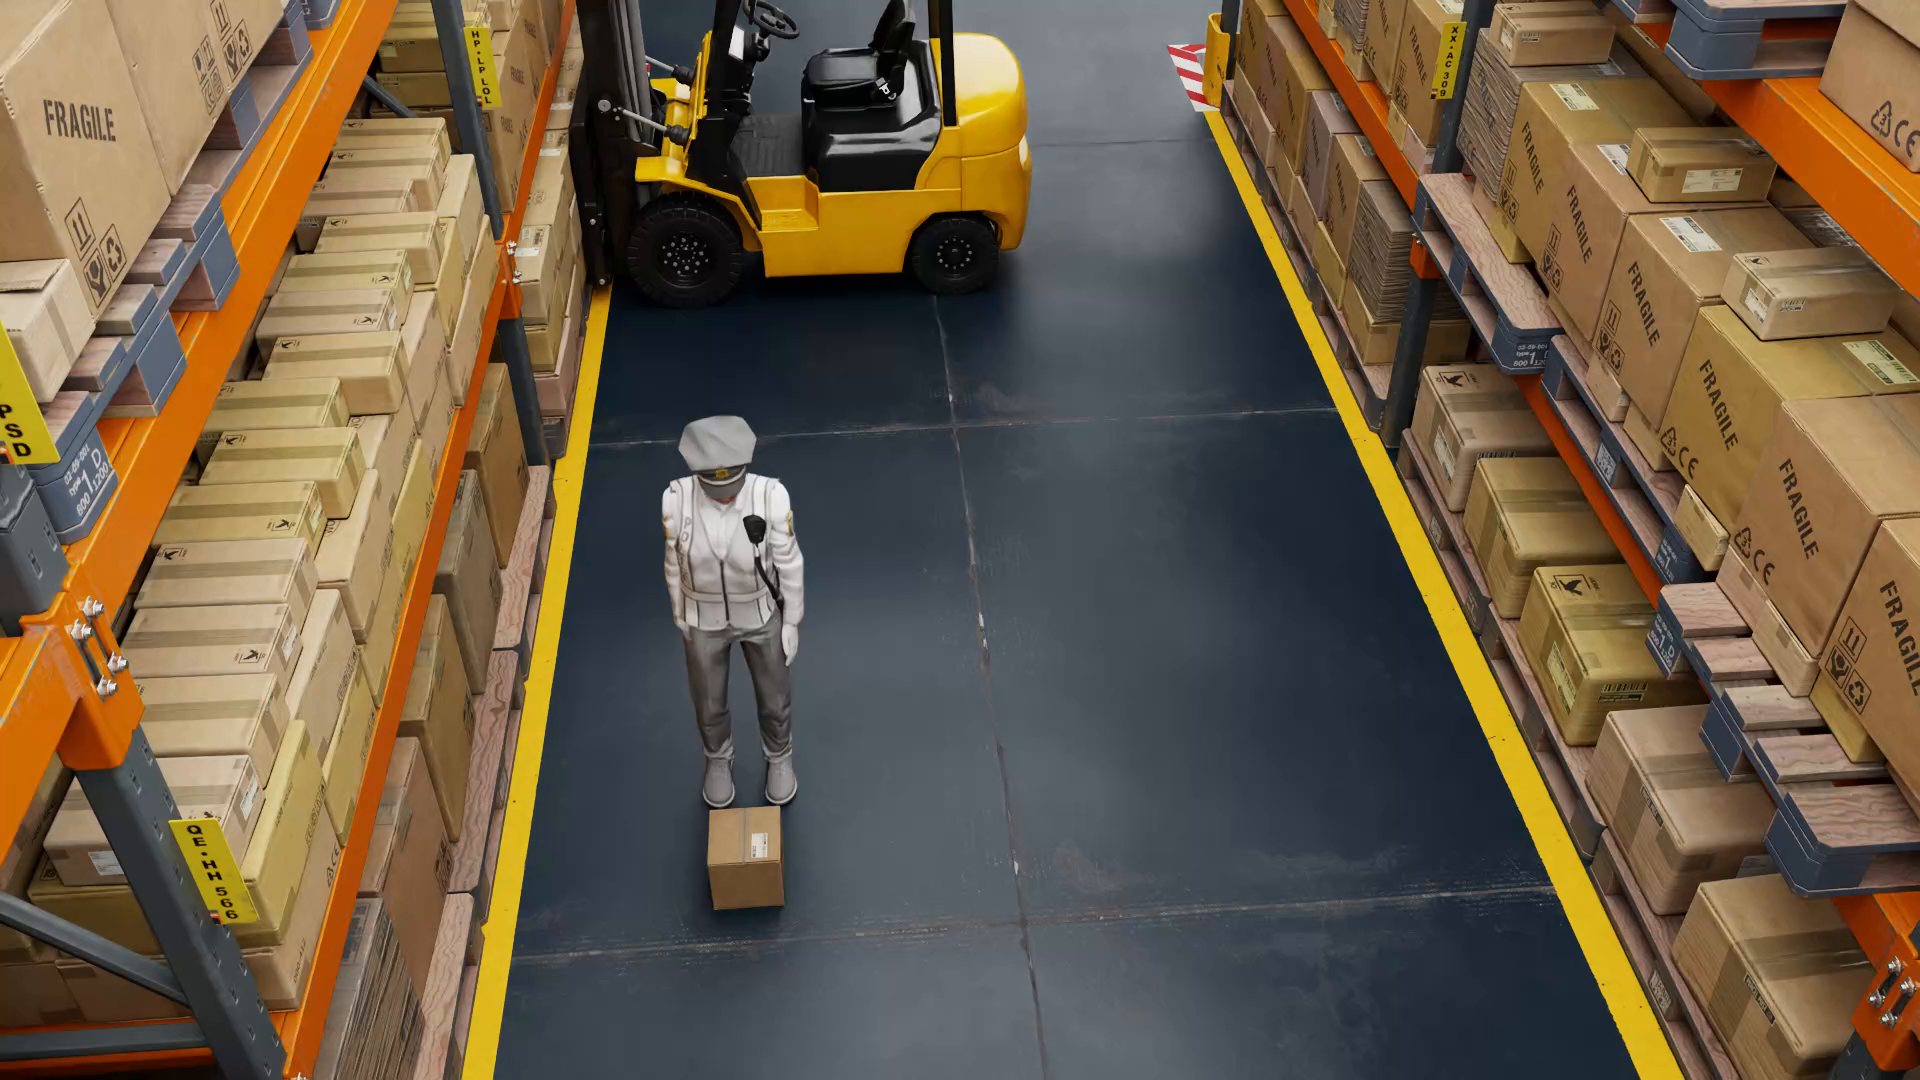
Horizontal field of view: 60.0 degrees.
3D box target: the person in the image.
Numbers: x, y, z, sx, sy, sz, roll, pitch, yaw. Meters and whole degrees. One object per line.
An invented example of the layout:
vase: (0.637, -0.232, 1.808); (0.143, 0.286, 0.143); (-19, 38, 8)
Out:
person: (-0.773, 0.279, 5.825); (0.476, 1.659, 0.338); (-2, 39, -3)
